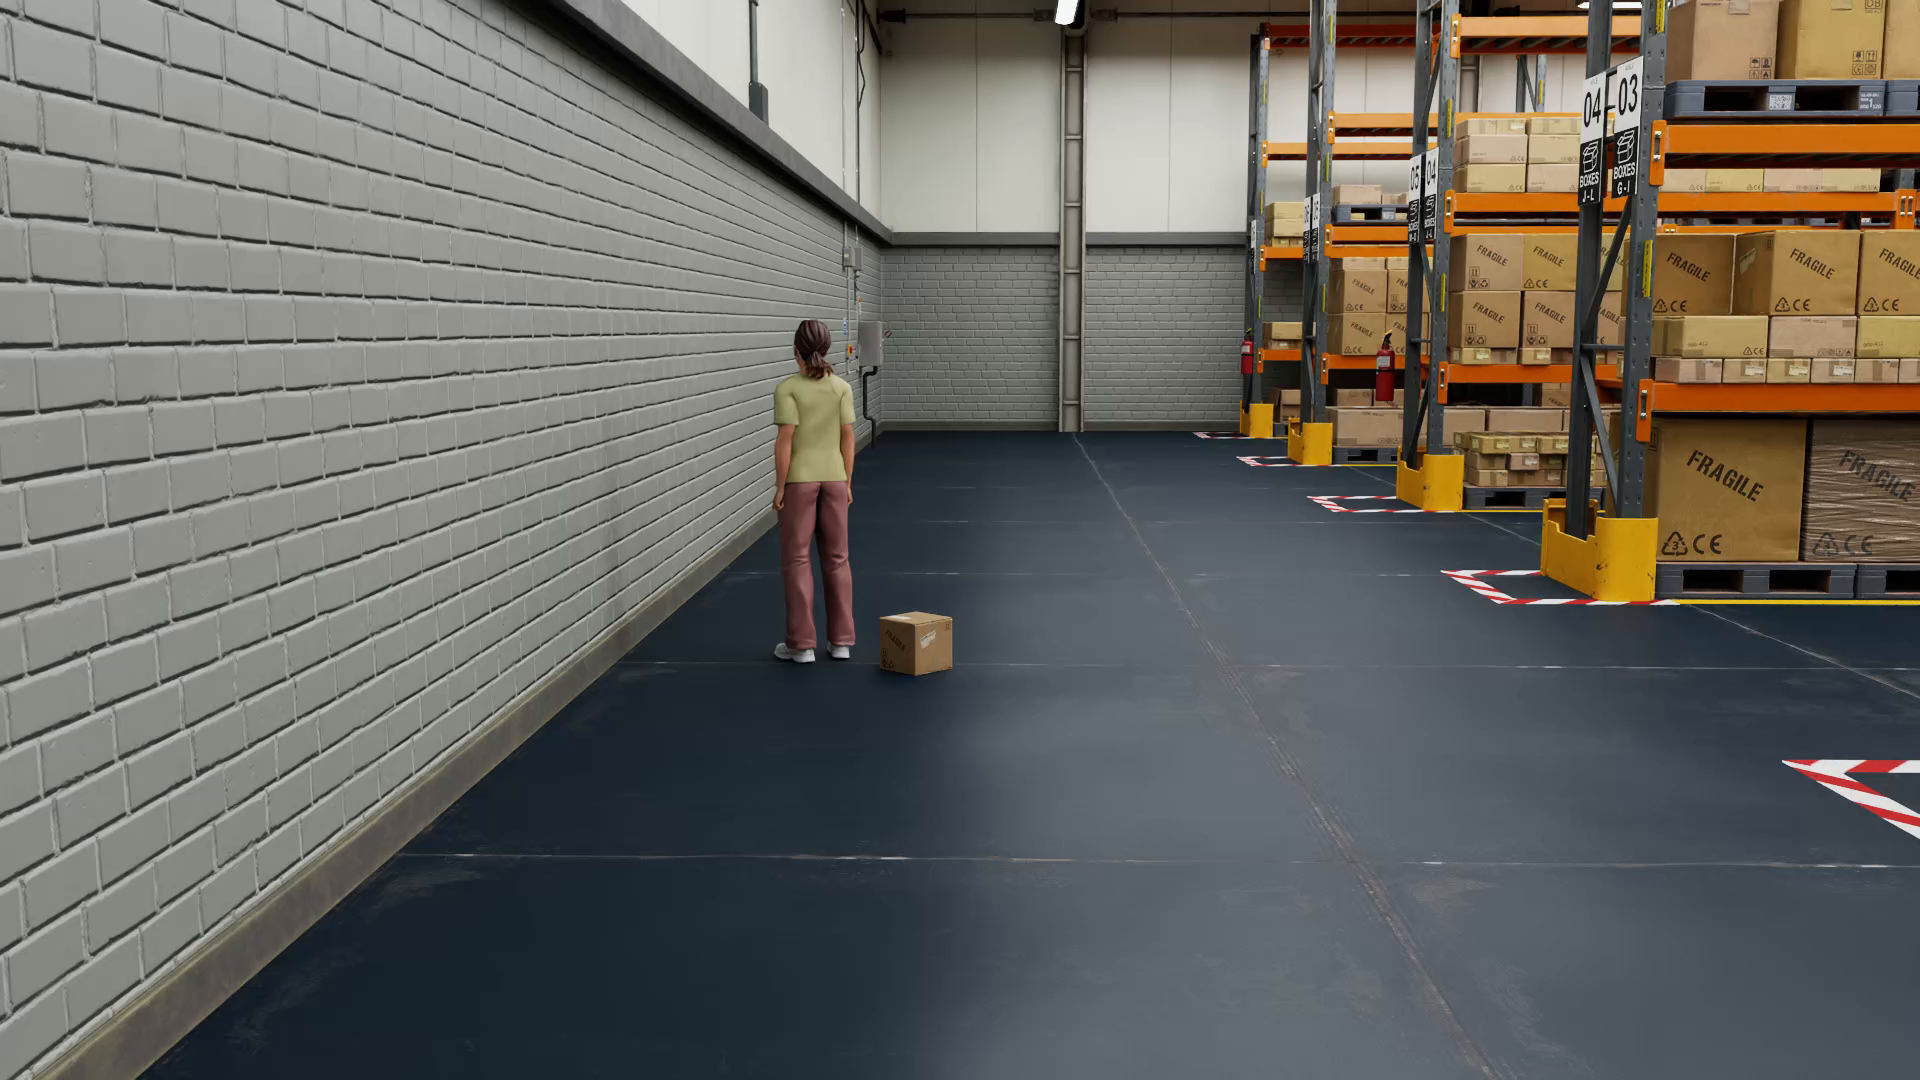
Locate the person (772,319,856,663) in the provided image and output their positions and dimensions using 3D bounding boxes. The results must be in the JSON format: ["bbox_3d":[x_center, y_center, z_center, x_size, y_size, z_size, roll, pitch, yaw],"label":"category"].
[{"bbox_3d":[-0.726,-0.239,8.155,0.435,1.671,0.370,-4,8,-28],"label":"person"}]
